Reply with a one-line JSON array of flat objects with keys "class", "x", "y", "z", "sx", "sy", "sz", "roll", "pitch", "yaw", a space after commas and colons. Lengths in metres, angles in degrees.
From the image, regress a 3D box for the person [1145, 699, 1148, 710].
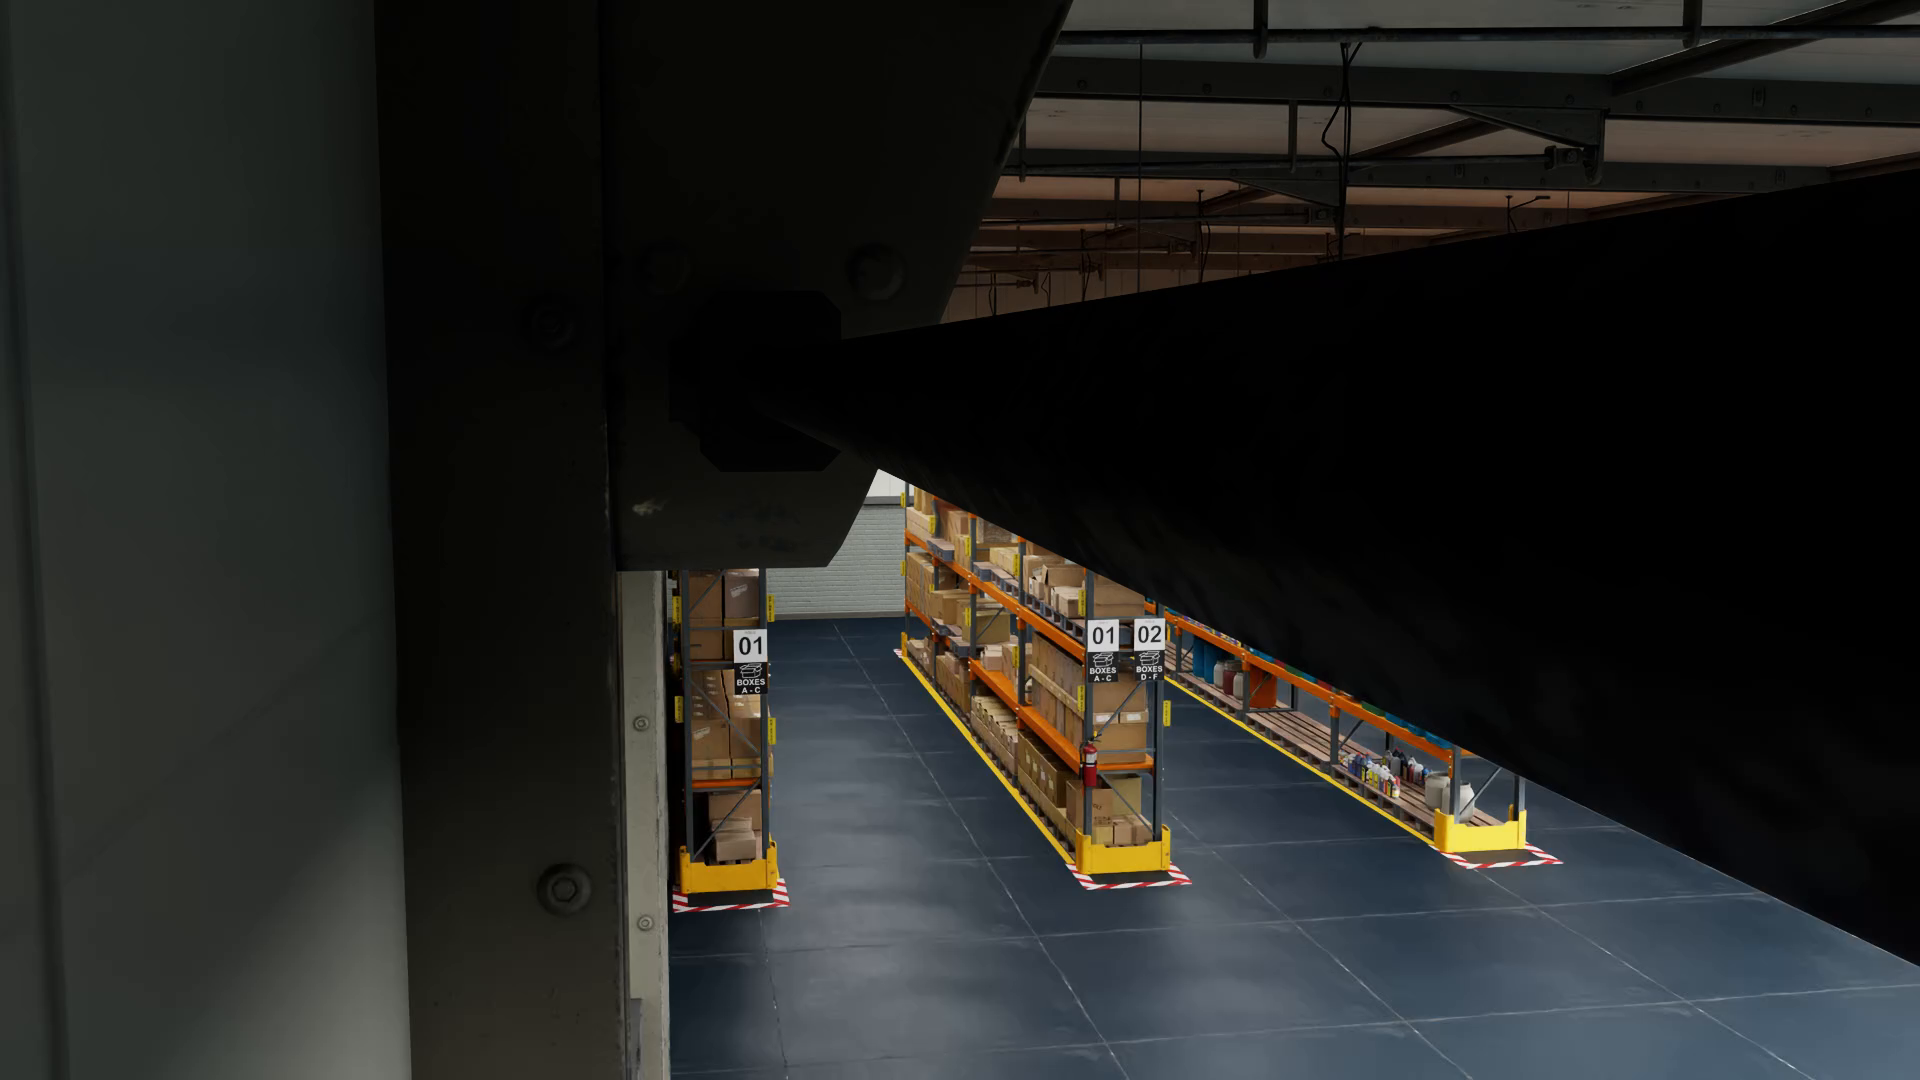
[{"class": "person", "x": 2.751, "y": 2.807, "z": 26.328, "sx": 0.438, "sy": 1.560, "sz": 0.893, "roll": 0, "pitch": 6, "yaw": 3}]
